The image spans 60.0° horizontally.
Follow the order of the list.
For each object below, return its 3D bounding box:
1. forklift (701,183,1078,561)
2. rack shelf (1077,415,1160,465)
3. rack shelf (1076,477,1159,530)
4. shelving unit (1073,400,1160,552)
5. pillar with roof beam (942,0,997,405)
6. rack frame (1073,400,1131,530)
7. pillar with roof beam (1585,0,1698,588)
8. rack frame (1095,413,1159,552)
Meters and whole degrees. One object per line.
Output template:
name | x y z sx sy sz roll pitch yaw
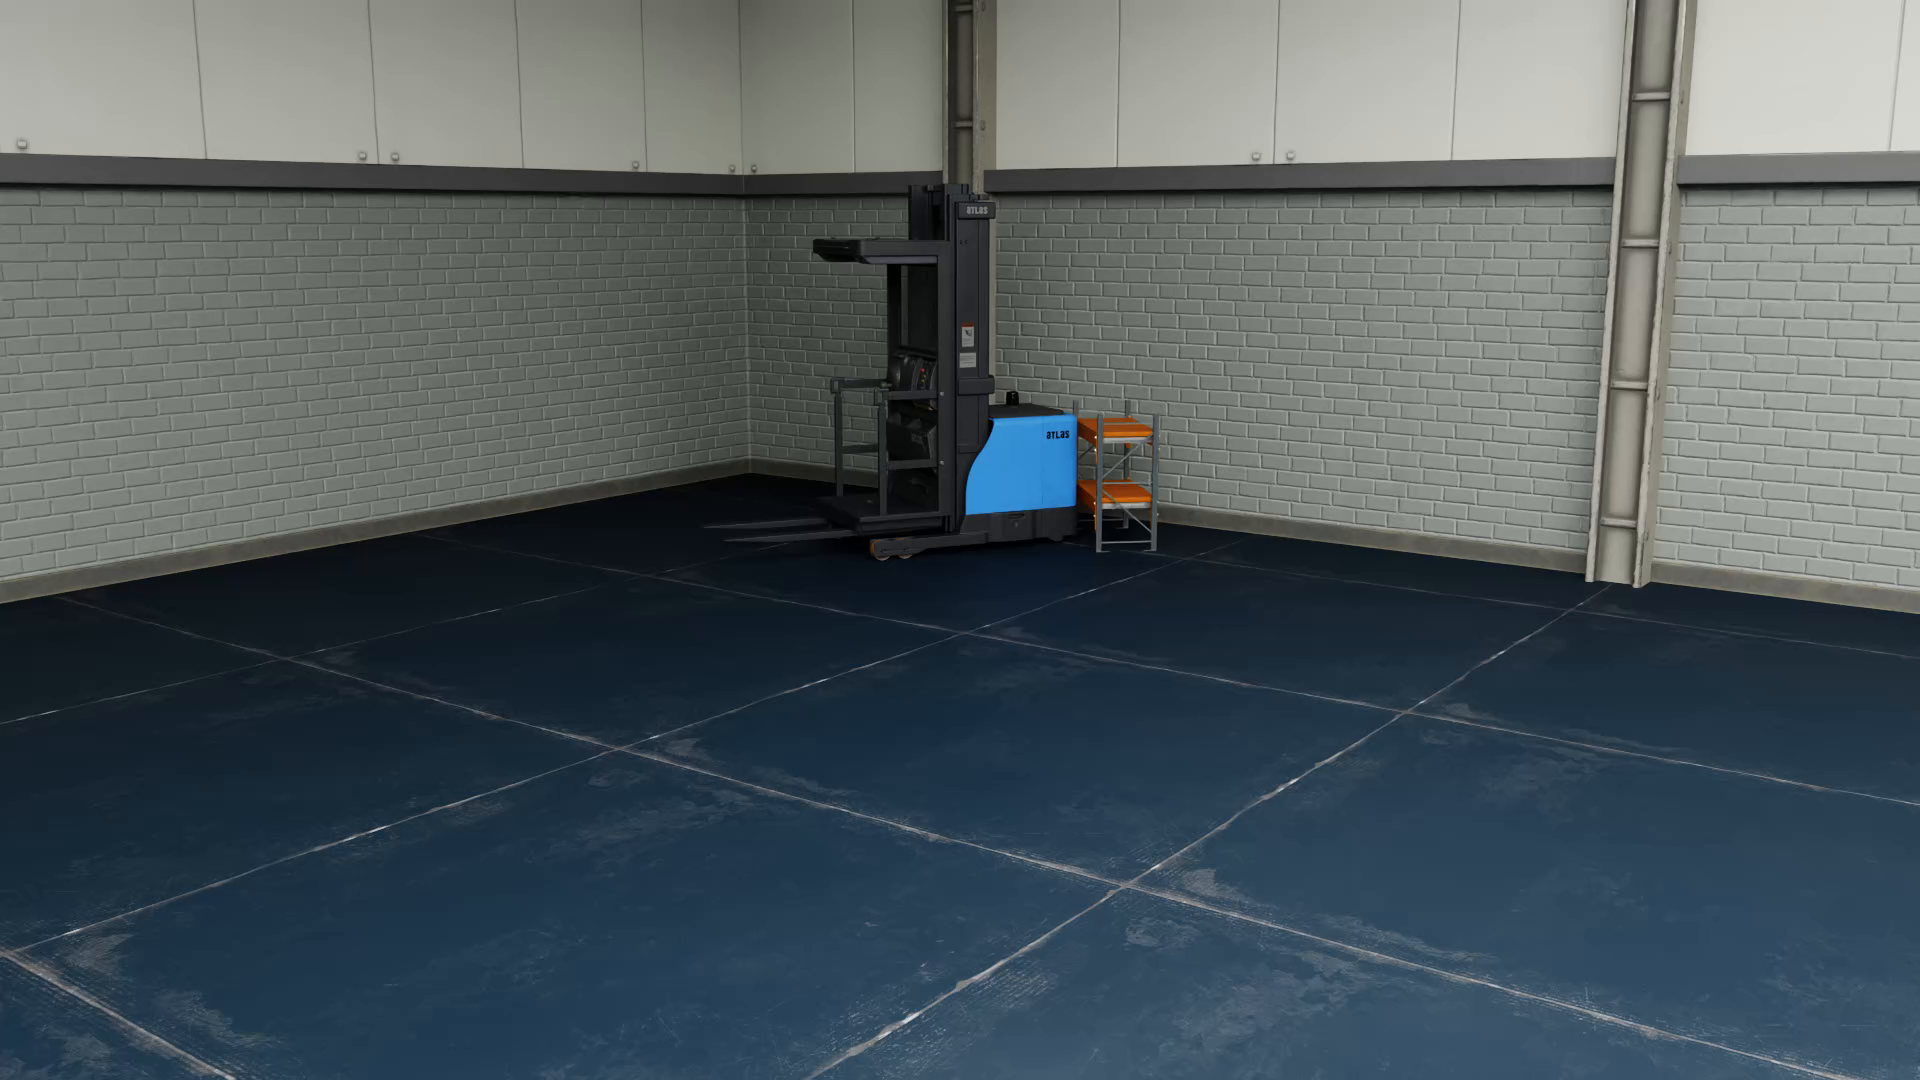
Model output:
forklift | -0.575 -1.390 13.497 3.031 2.935 1.130 -5 12 -24
rack shelf | 1.288 -0.843 13.884 0.538 0.278 1.000 -1 11 -7
rack shelf | 1.288 -0.315 13.986 0.538 0.278 1.000 -1 11 -7
shelving unit | 1.288 -0.556 13.940 0.538 1.125 1.048 -1 11 -7
pillar with roof beam | -2.461 -4.127 11.669 0.400 9.000 9.100 8 13 36
rack frame | 1.223 -0.651 14.435 0.500 1.125 0.032 -1 11 -7
pillar with roof beam | 2.375 -3.452 8.182 0.400 9.000 9.100 8 13 36
rack frame | 1.352 -0.460 13.445 0.500 1.125 0.032 -1 11 -7
